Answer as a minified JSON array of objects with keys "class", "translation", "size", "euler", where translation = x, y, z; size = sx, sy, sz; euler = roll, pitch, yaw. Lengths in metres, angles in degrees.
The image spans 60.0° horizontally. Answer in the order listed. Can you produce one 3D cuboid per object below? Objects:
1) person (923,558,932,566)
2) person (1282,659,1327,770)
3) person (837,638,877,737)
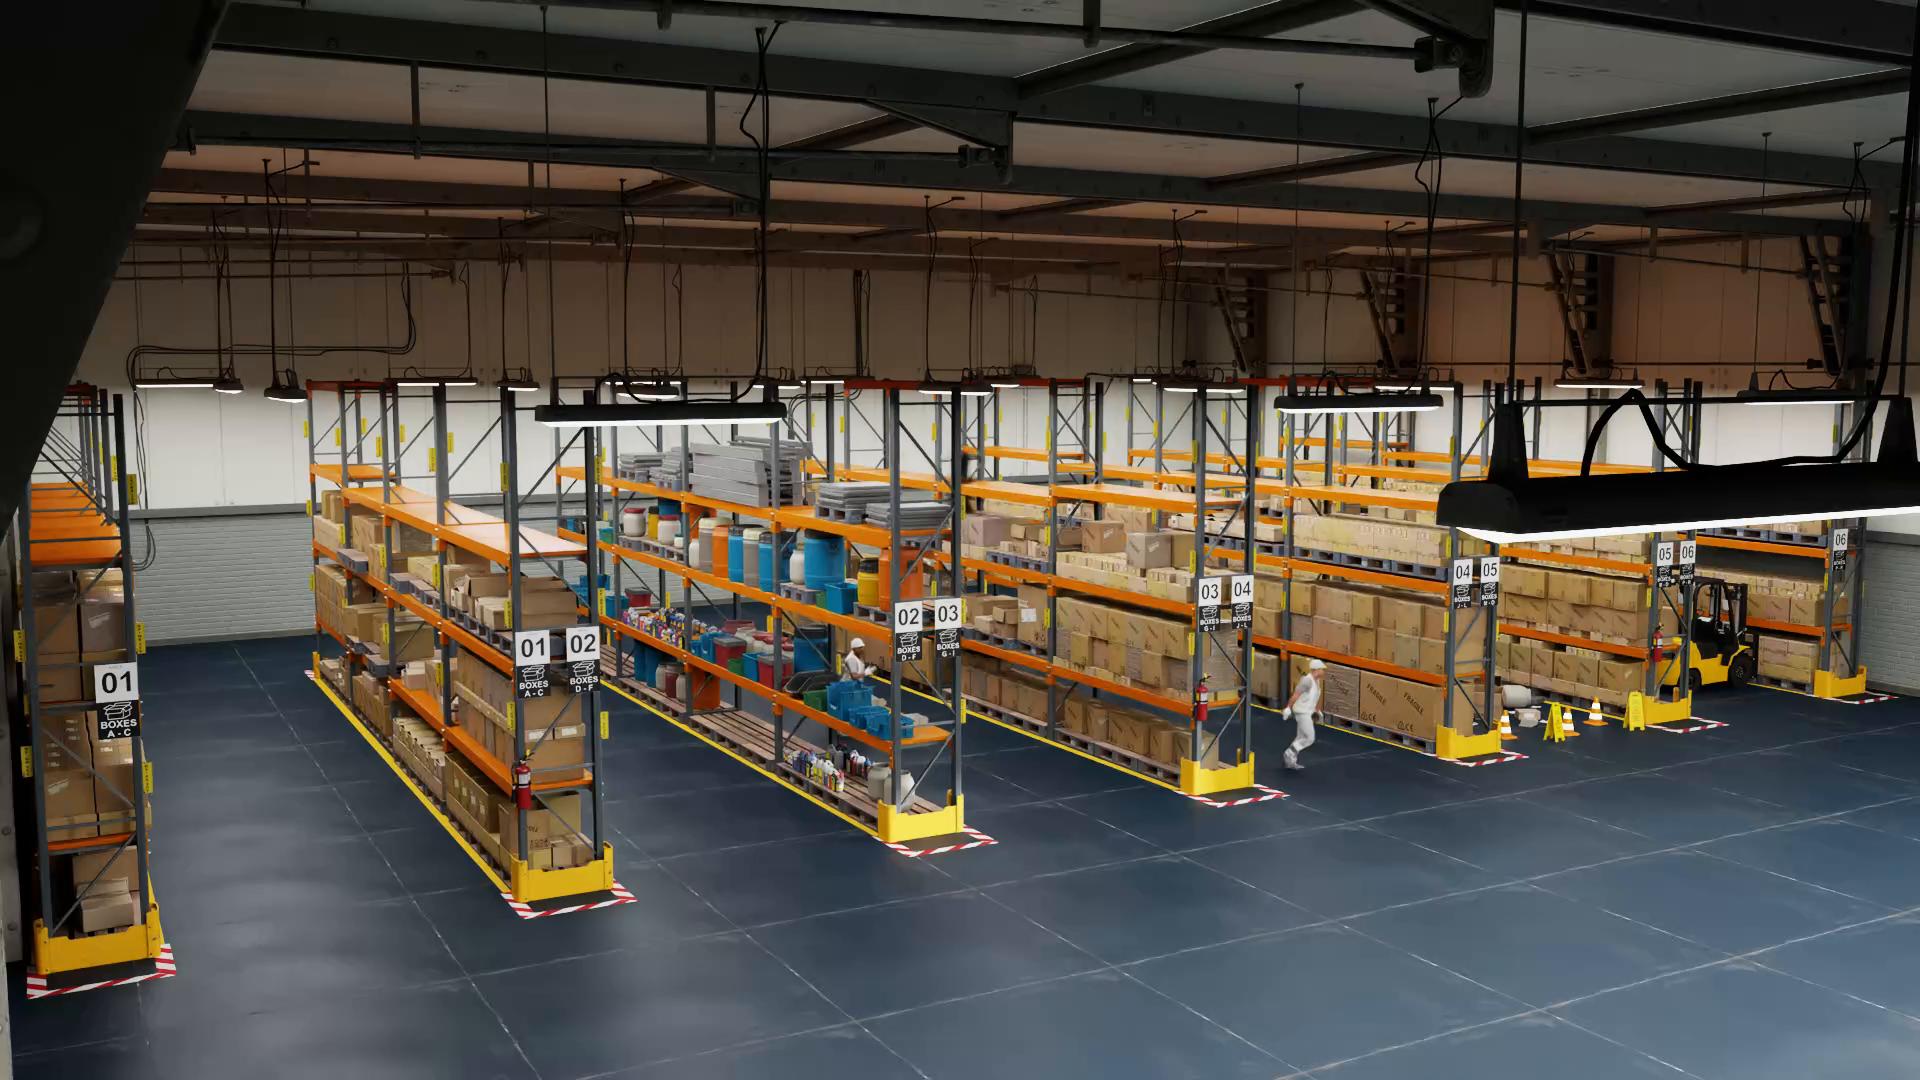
[{"class":"person","translation":[-0.994,1.063,41.354],"size":[0.639,1.780,0.695],"euler":[-1,6,-6]},{"class":"person","translation":[5.375,2.718,25.900],"size":[0.611,1.737,0.667],"euler":[3,7,26]},{"class":"person","translation":[-1.791,2.506,27.946],"size":[0.880,1.738,0.637],"euler":[2,6,21]}]
